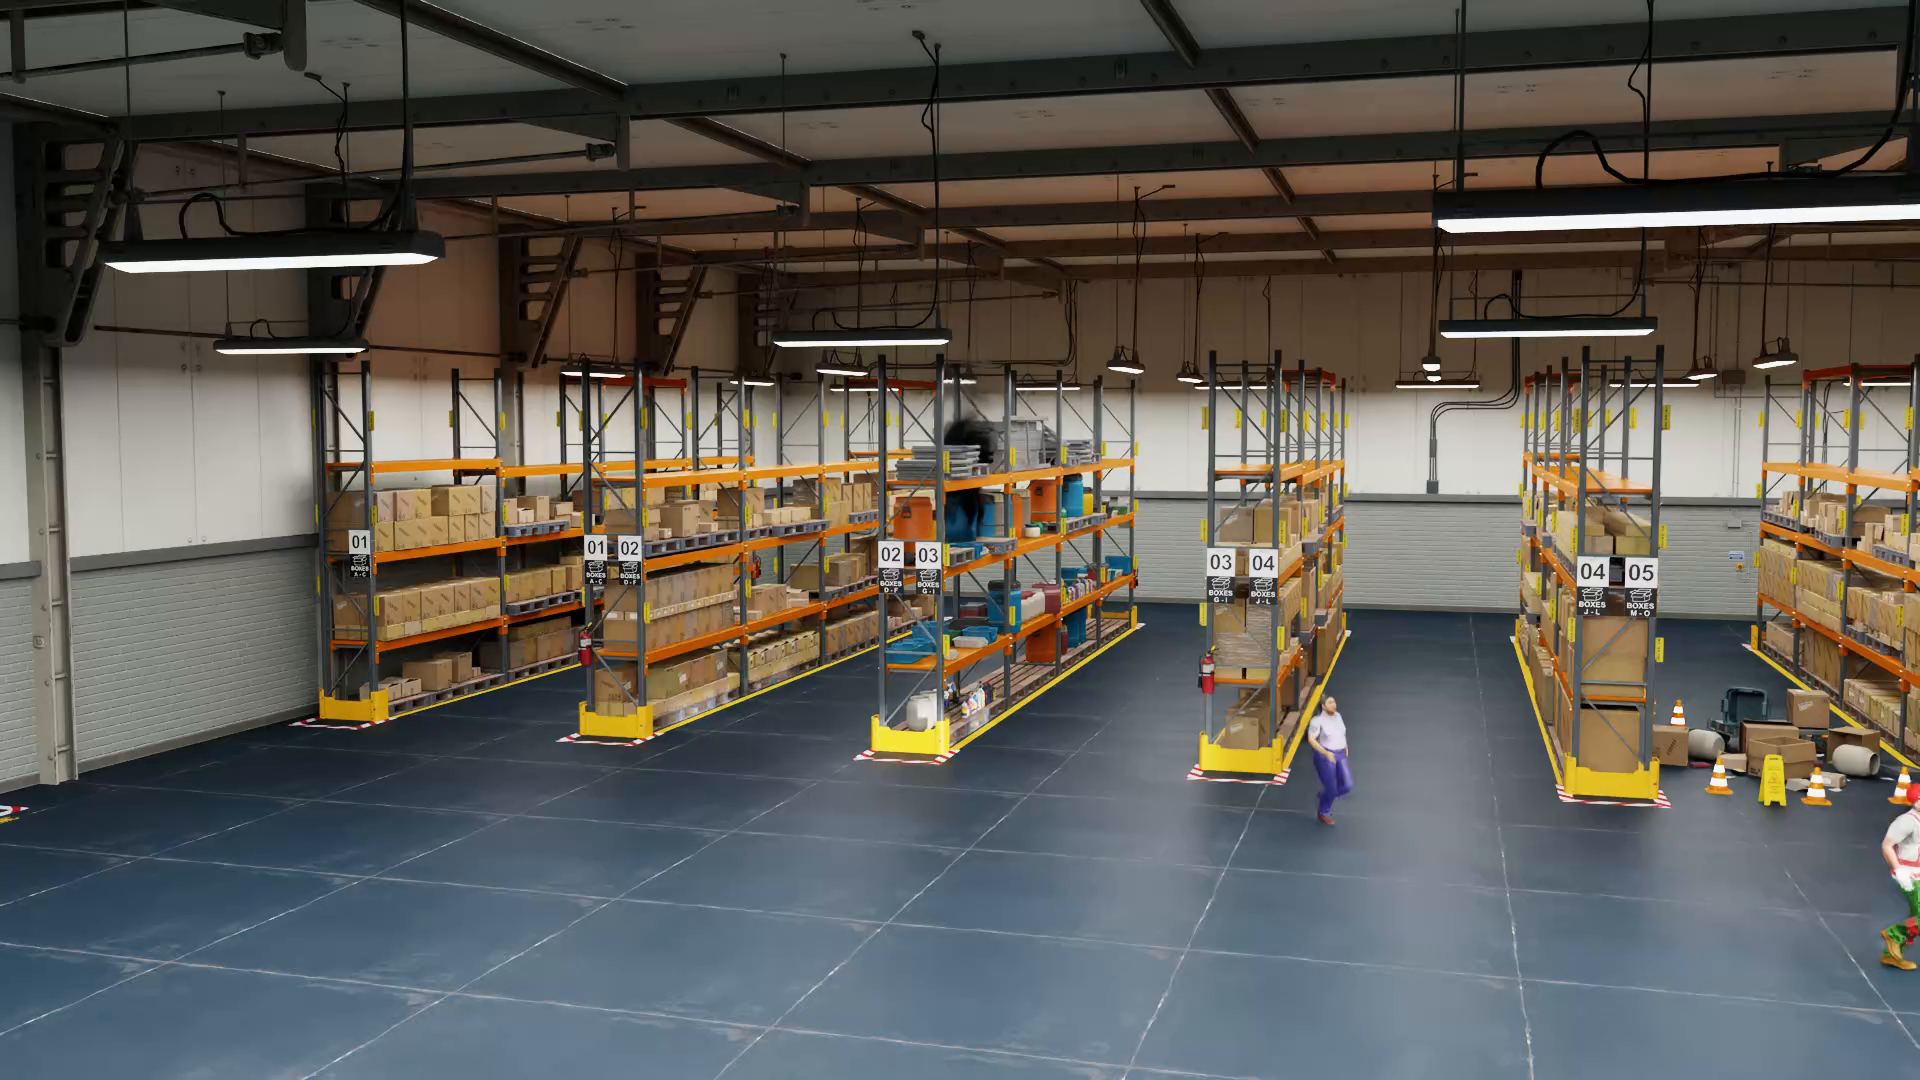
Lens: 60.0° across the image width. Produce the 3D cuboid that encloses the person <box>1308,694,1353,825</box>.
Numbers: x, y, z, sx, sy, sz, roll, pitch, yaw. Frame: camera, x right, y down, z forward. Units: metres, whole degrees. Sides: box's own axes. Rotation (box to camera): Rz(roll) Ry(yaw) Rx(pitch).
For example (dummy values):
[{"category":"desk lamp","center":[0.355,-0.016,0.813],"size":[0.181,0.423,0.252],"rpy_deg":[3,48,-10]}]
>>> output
[{"category":"person","center":[4.623,2.728,20.735],"size":[0.611,1.613,0.517],"rpy_deg":[-2,5,-31]}]

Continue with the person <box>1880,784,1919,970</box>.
[{"category":"person","center":[8.701,3.066,15.089],"size":[0.608,1.719,0.590],"rpy_deg":[-4,5,-41]}]
